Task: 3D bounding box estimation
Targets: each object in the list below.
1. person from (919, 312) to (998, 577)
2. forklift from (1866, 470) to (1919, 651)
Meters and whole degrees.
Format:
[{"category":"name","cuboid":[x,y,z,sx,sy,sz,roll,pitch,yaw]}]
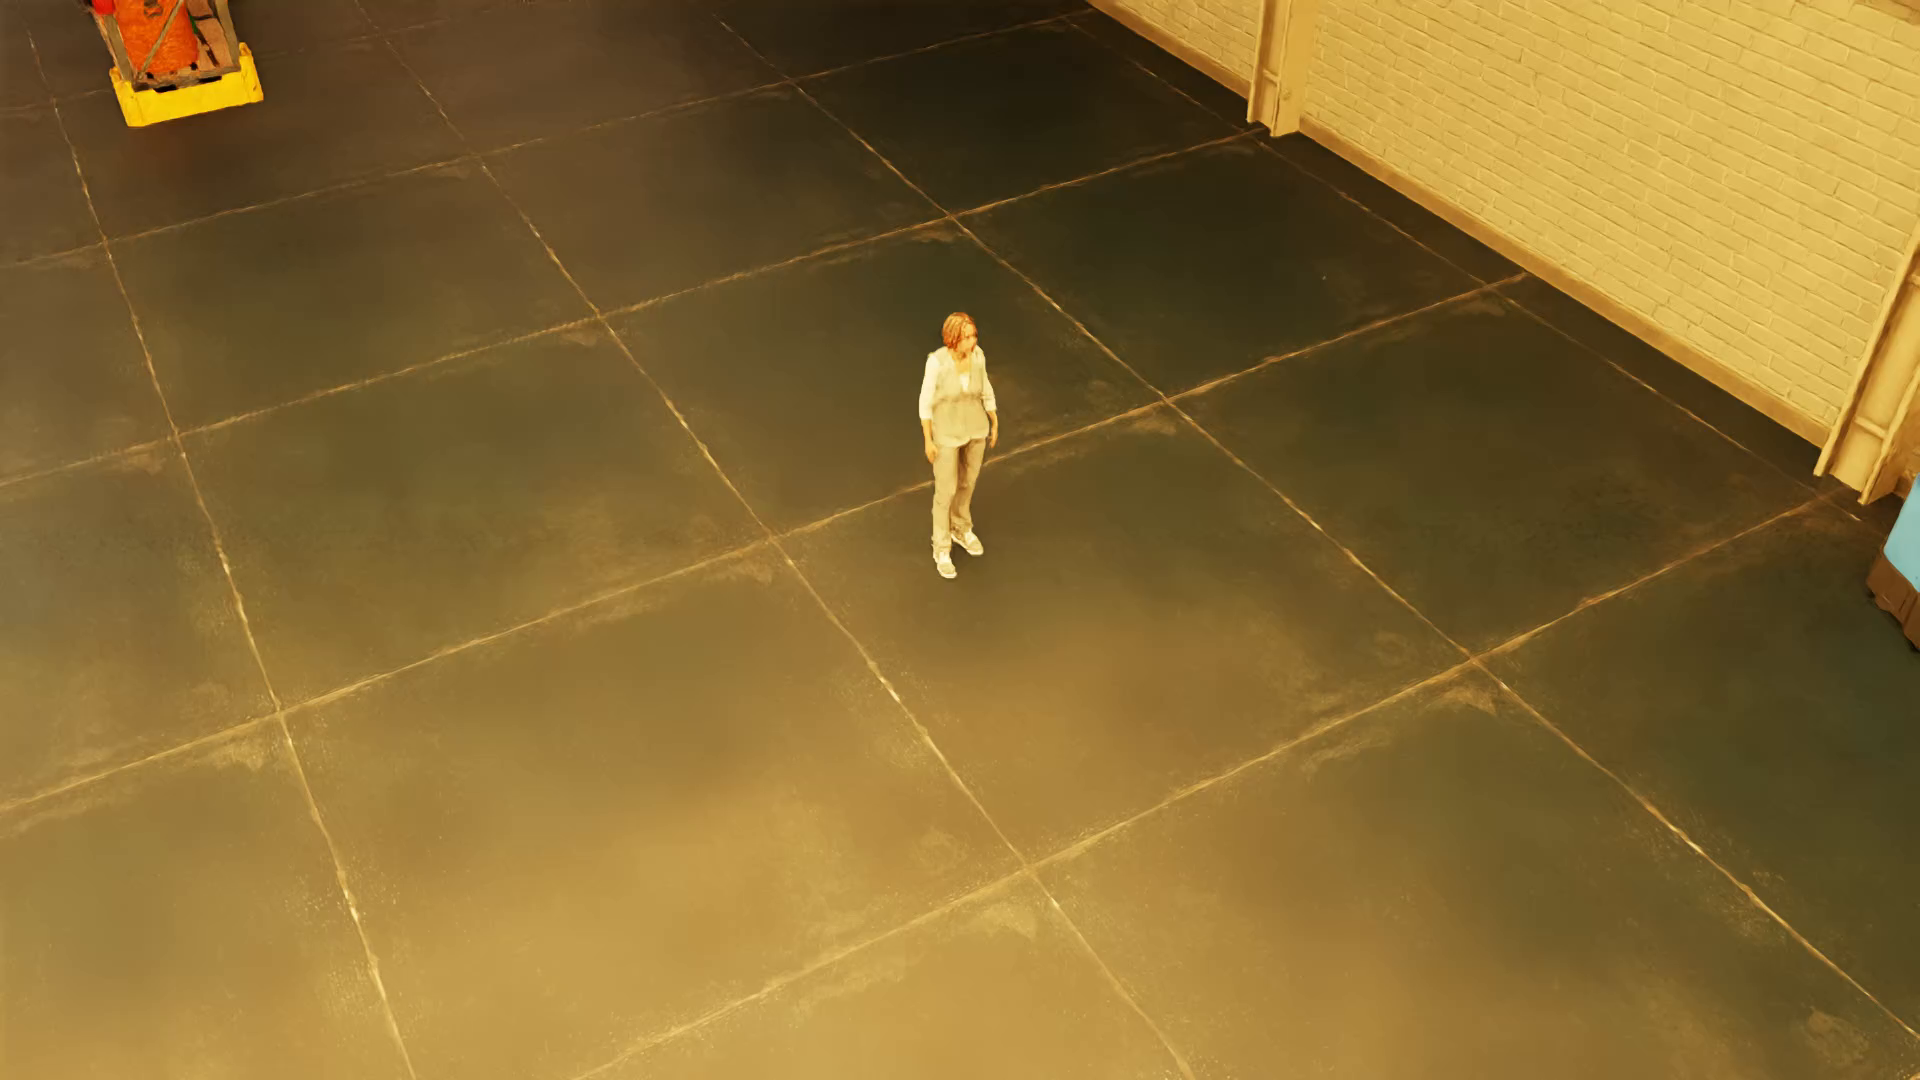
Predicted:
[{"category":"person","cuboid":[0.025,-0.575,9.763,0.521,1.597,0.474,-20,44,-23]},{"category":"forklift","cuboid":[6.164,0.035,7.994,1.130,2.935,3.031,-7,40,-8]}]
